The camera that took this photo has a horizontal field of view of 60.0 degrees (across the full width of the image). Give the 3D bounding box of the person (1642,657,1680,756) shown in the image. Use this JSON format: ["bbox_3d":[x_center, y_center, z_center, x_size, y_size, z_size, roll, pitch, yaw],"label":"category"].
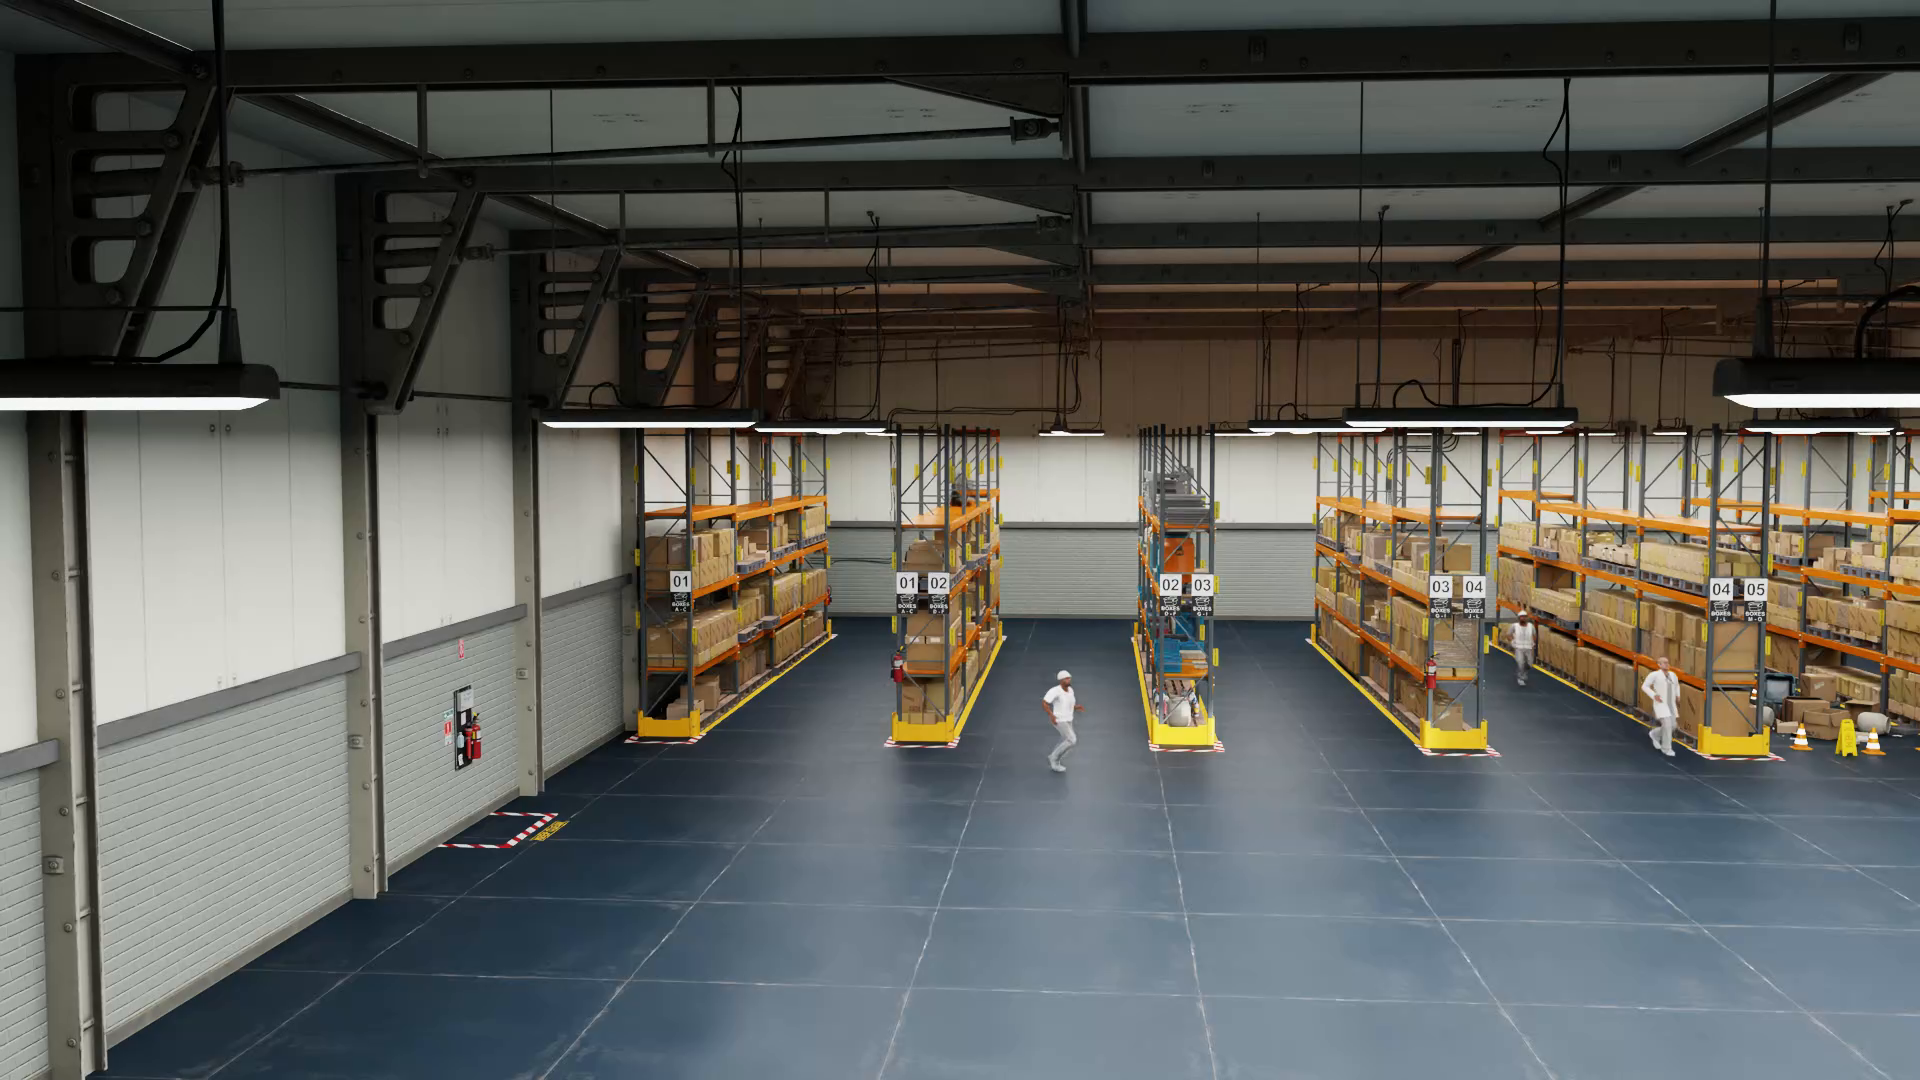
[{"bbox_3d":[12.830,3.028,30.333,0.731,1.780,0.718,-1,4,-18],"label":"person"}]

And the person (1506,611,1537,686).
[{"bbox_3d":[13.039,2.508,38.584,0.682,1.734,0.634,0,3,7],"label":"person"}]

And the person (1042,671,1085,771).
[{"bbox_3d":[1.824,3.107,28.578,0.613,1.728,0.676,2,4,32],"label":"person"}]
